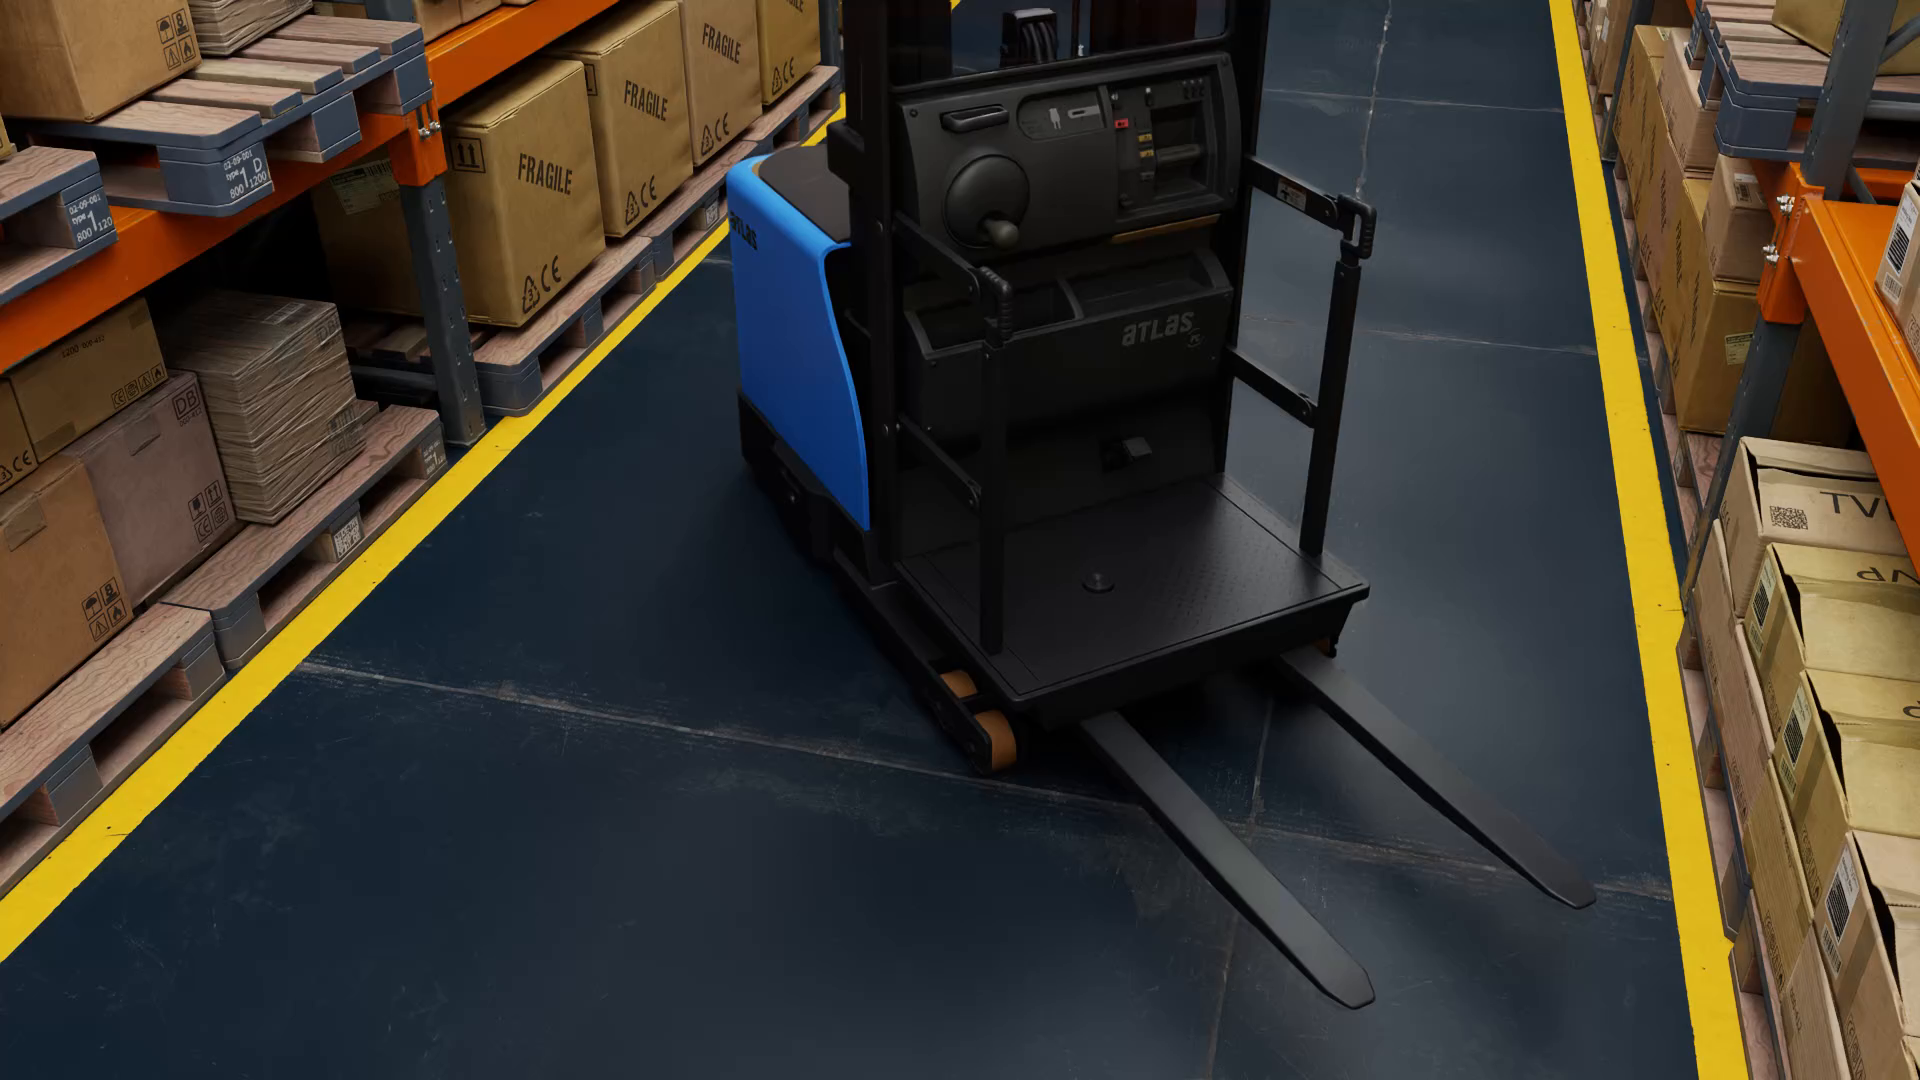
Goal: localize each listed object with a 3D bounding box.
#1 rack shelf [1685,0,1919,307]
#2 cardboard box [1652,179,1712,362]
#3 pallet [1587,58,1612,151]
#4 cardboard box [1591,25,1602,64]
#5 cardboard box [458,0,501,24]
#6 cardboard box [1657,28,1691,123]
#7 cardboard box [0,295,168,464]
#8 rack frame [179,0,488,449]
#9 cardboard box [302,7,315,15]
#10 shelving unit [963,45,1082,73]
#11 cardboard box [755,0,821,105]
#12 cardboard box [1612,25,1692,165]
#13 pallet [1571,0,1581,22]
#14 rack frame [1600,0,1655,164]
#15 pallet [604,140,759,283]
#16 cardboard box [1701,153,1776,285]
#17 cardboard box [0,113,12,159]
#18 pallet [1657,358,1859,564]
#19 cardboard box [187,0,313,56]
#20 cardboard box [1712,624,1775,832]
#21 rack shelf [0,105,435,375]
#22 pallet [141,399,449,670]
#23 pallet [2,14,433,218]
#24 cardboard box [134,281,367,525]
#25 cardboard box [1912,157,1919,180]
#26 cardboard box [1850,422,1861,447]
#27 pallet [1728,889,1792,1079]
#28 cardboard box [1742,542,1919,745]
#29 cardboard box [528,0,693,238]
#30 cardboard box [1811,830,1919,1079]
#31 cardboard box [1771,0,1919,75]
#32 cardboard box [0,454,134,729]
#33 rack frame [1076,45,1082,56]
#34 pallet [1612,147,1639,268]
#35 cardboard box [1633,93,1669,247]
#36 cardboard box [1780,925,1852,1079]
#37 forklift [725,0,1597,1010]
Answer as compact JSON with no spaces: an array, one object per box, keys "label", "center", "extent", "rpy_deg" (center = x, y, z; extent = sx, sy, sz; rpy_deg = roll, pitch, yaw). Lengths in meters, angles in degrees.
[{"label":"rack shelf","center":[3.140,-1.742,5.865],"extent":[1.077,0.370,4.000],"rpy_deg":[8,33,12]},{"label":"cardboard box","center":[2.774,-0.924,5.828],"extent":[0.500,0.500,0.500],"rpy_deg":[7,33,11]},{"label":"pallet","center":[3.823,-2.263,8.613],"extent":[1.003,0.211,1.213],"rpy_deg":[8,33,12]},{"label":"cardboard box","center":[3.555,-2.603,8.796],"extent":[0.380,0.149,0.250],"rpy_deg":[8,33,12]},{"label":"cardboard box","center":[-1.780,-1.851,5.582],"extent":[0.380,0.149,0.250],"rpy_deg":[8,33,13]},{"label":"cardboard box","center":[3.035,-1.794,6.497],"extent":[0.500,0.250,0.500],"rpy_deg":[8,33,12]},{"label":"cardboard box","center":[-2.498,-0.459,4.398],"extent":[0.500,0.250,0.500],"rpy_deg":[9,33,13]},{"label":"rack frame","center":[-2.160,-1.680,5.097],"extent":[1.000,3.000,0.127],"rpy_deg":[8,33,12]},{"label":"cardboard box","center":[-2.325,-1.786,5.480],"extent":[0.380,0.149,0.250],"rpy_deg":[9,33,13]},{"label":"shelving unit","center":[0.145,-1.140,5.925],"extent":[0.503,1.200,0.258],"rpy_deg":[-23,39,-32]},{"label":"cardboard box","center":[-1.184,-2.671,8.268],"extent":[0.750,0.750,0.750],"rpy_deg":[8,33,13]},{"label":"cardboard box","center":[3.289,-1.996,7.514],"extent":[0.500,0.500,0.500],"rpy_deg":[7,33,10]},{"label":"pallet","center":[4.442,-3.529,10.605],"extent":[1.003,0.211,1.213],"rpy_deg":[8,33,12]},{"label":"rack frame","center":[3.647,-3.083,7.304],"extent":[1.000,3.000,0.127],"rpy_deg":[8,33,12]},{"label":"pallet","center":[-1.576,-1.533,7.465],"extent":[1.003,0.211,1.213],"rpy_deg":[8,33,12]},{"label":"cardboard box","center":[2.653,-1.002,5.251],"extent":[0.500,0.250,0.500],"rpy_deg":[9,34,14]},{"label":"cardboard box","center":[-2.564,-1.013,3.545],"extent":[0.700,0.500,0.500],"rpy_deg":[8,33,12]},{"label":"pallet","center":[2.858,-0.213,5.389],"extent":[1.003,0.211,1.213],"rpy_deg":[8,33,12]},{"label":"cardboard box","center":[-2.270,-1.663,4.566],"extent":[0.700,0.500,0.500],"rpy_deg":[4,33,7]},{"label":"cardboard box","center":[2.089,0.468,3.889],"extent":[0.500,0.250,0.500],"rpy_deg":[7,33,11]},{"label":"rack shelf","center":[-2.668,-0.339,3.657],"extent":[1.077,0.370,4.000],"rpy_deg":[8,33,12]},{"label":"pallet","center":[-2.360,-0.098,5.208],"extent":[1.003,0.211,1.213],"rpy_deg":[8,33,12]},{"label":"pallet","center":[-2.238,-1.215,4.544],"extent":[1.213,0.211,1.003],"rpy_deg":[8,33,12]},{"label":"cardboard box","center":[-2.292,-0.430,5.051],"extent":[0.700,0.500,0.500],"rpy_deg":[8,33,13]},{"label":"cardboard box","center":[2.498,-0.787,3.776],"extent":[0.500,0.311,0.500],"rpy_deg":[10,34,15]},{"label":"cardboard box","center":[3.152,-0.608,5.331],"extent":[0.500,0.500,0.500],"rpy_deg":[7,33,11]},{"label":"pallet","center":[2.074,1.222,3.131],"extent":[1.003,0.211,1.213],"rpy_deg":[8,33,12]},{"label":"cardboard box","center":[2.090,0.244,3.719],"extent":[0.500,0.311,0.500],"rpy_deg":[7,33,11]},{"label":"cardboard box","center":[-1.618,-1.768,6.847],"extent":[0.750,0.750,0.750],"rpy_deg":[8,33,12]},{"label":"cardboard box","center":[1.829,0.776,2.883],"extent":[0.500,0.311,0.500],"rpy_deg":[8,33,12]},{"label":"cardboard box","center":[2.683,-1.569,4.438],"extent":[0.700,0.500,0.500],"rpy_deg":[-3,33,-4]},{"label":"cardboard box","center":[-2.634,0.083,4.243],"extent":[0.700,0.500,0.500],"rpy_deg":[8,33,12]},{"label":"rack frame","center":[0.336,-1.222,6.054],"extent":[0.015,1.200,0.240],"rpy_deg":[-23,39,-32]},{"label":"pallet","center":[3.478,-1.479,7.380],"extent":[1.003,0.211,1.213],"rpy_deg":[8,33,12]},{"label":"cardboard box","center":[3.030,-1.460,6.670],"extent":[0.500,0.500,0.500],"rpy_deg":[8,33,13]},{"label":"cardboard box","center":[1.832,1.005,3.045],"extent":[0.500,0.250,0.500],"rpy_deg":[9,33,13]},{"label":"forklift","center":[0.393,-0.908,3.946],"extent":[1.130,2.935,3.031],"rpy_deg":[-16,36,-23]}]
